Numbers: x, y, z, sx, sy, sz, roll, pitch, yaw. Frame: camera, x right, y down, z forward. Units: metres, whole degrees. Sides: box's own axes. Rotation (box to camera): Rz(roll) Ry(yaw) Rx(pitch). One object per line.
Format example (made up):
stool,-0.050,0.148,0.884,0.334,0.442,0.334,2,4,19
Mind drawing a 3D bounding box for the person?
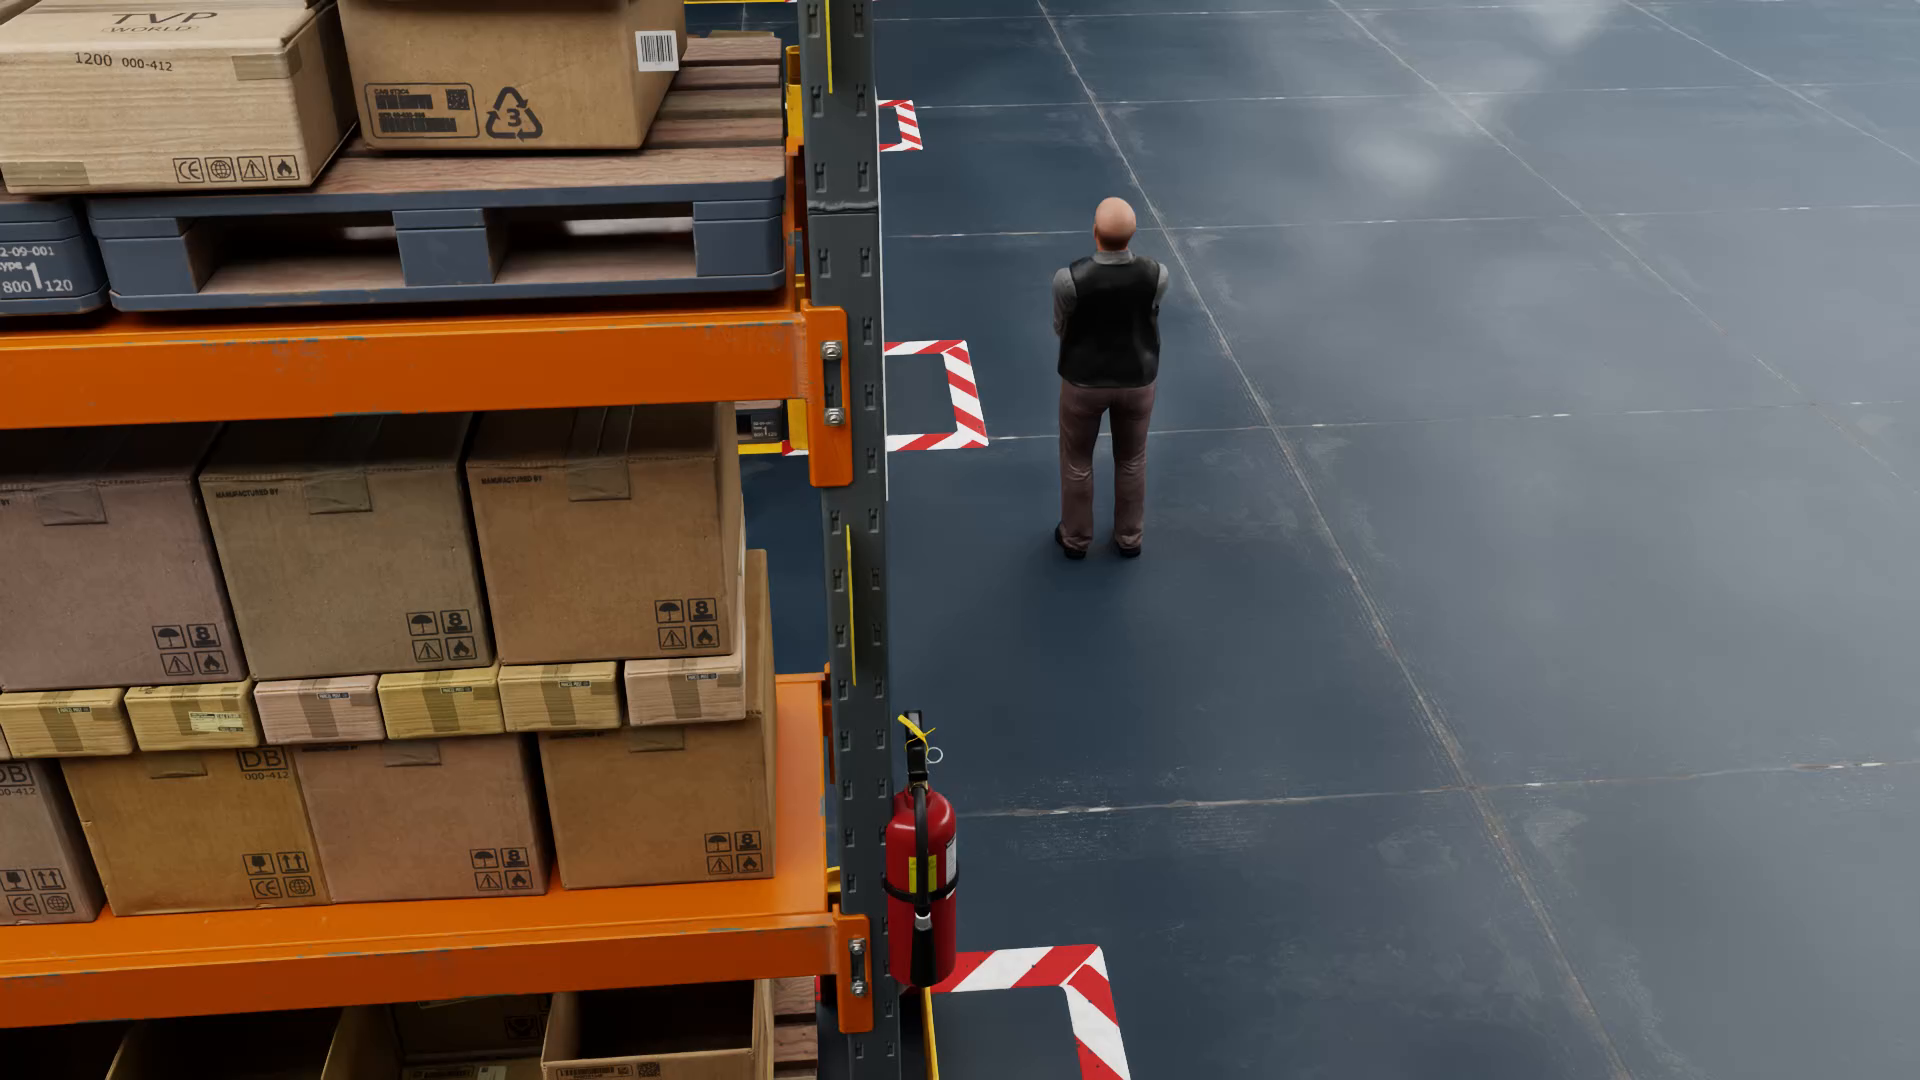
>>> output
person,0.629,-0.740,7.398,0.498,1.716,0.550,-3,31,-5
